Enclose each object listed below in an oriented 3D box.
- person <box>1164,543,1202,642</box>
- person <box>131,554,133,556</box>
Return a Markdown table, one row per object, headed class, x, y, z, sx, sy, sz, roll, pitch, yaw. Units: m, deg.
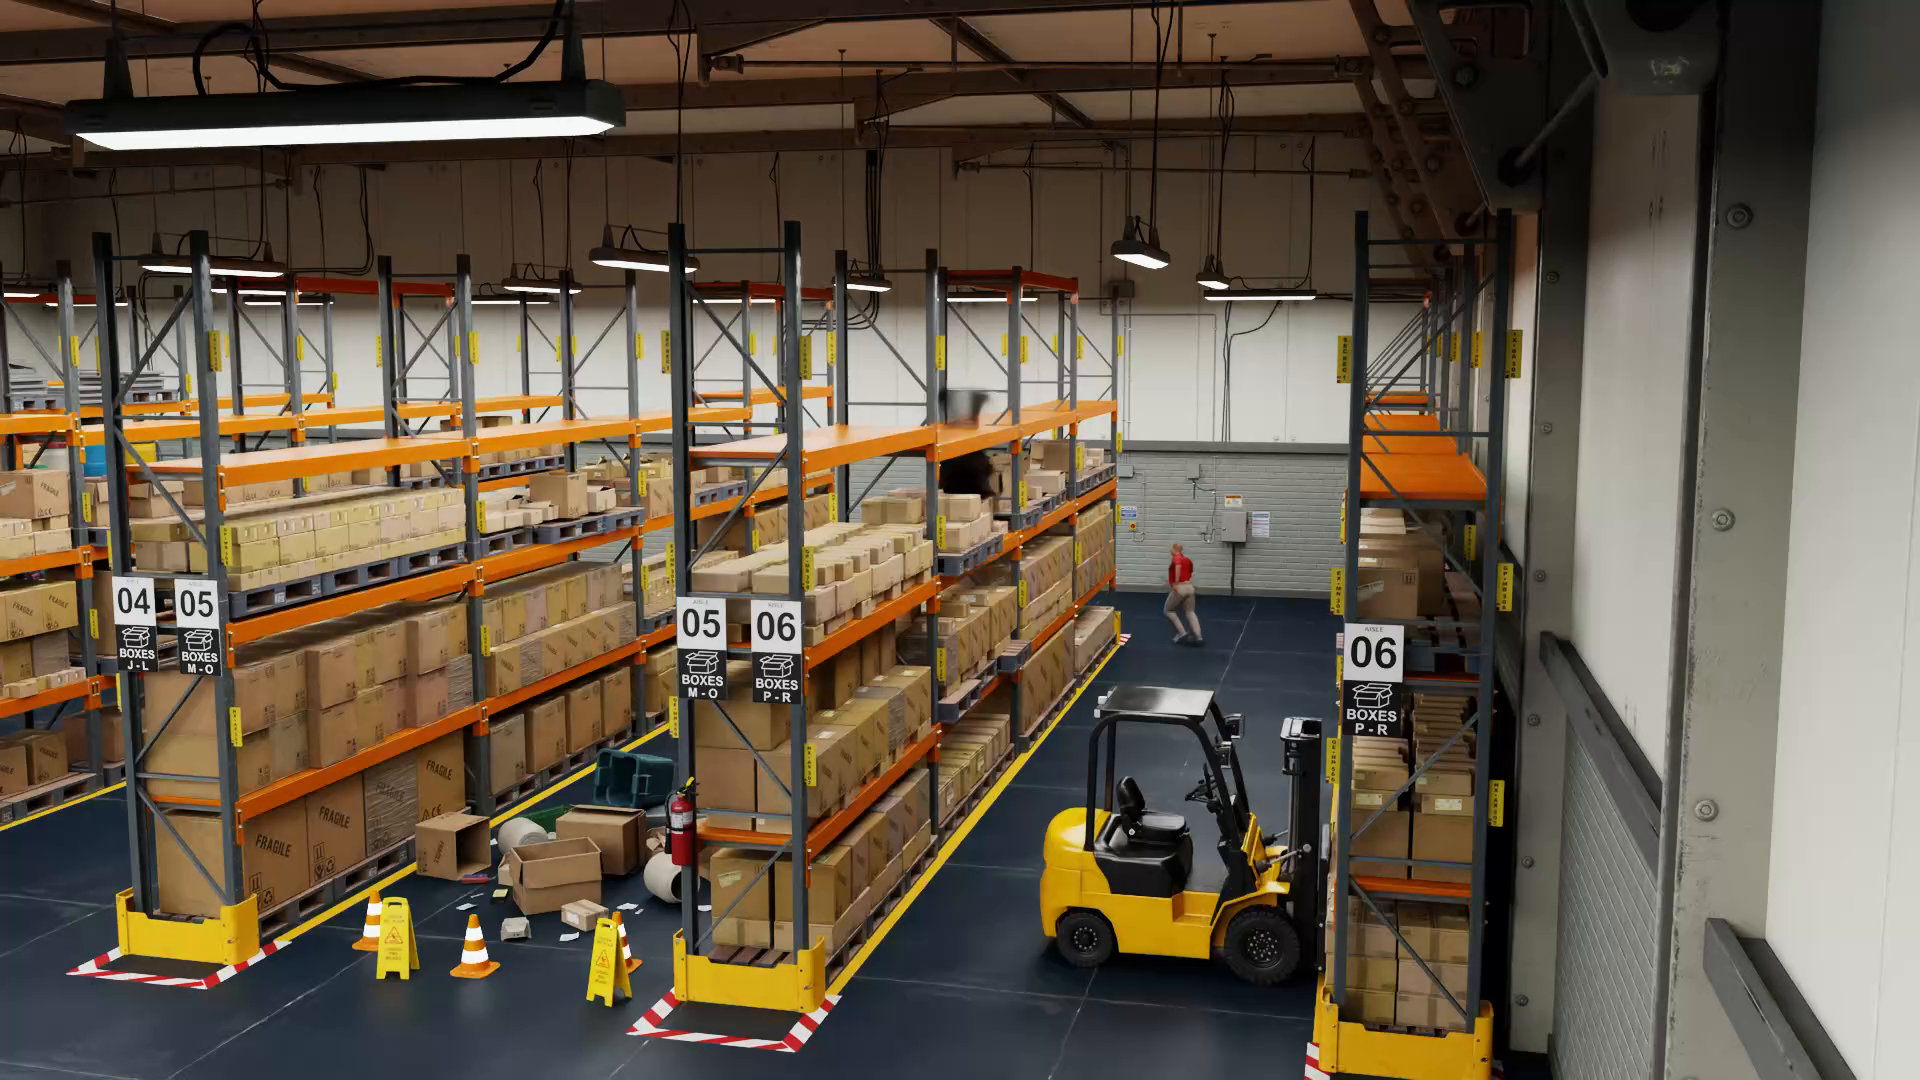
| class | x | y | z | sx | sy | sz | roll | pitch | yaw |
| --- | --- | --- | --- | --- | --- | --- | --- | --- | --- |
| person | 3.797 | 0.917 | 28.177 | 0.631 | 1.713 | 0.798 | -5 | 9 | -35 |
| person | -15.287 | 0.579 | 30.868 | 0.656 | 1.691 | 0.760 | -1 | 7 | -7 |
